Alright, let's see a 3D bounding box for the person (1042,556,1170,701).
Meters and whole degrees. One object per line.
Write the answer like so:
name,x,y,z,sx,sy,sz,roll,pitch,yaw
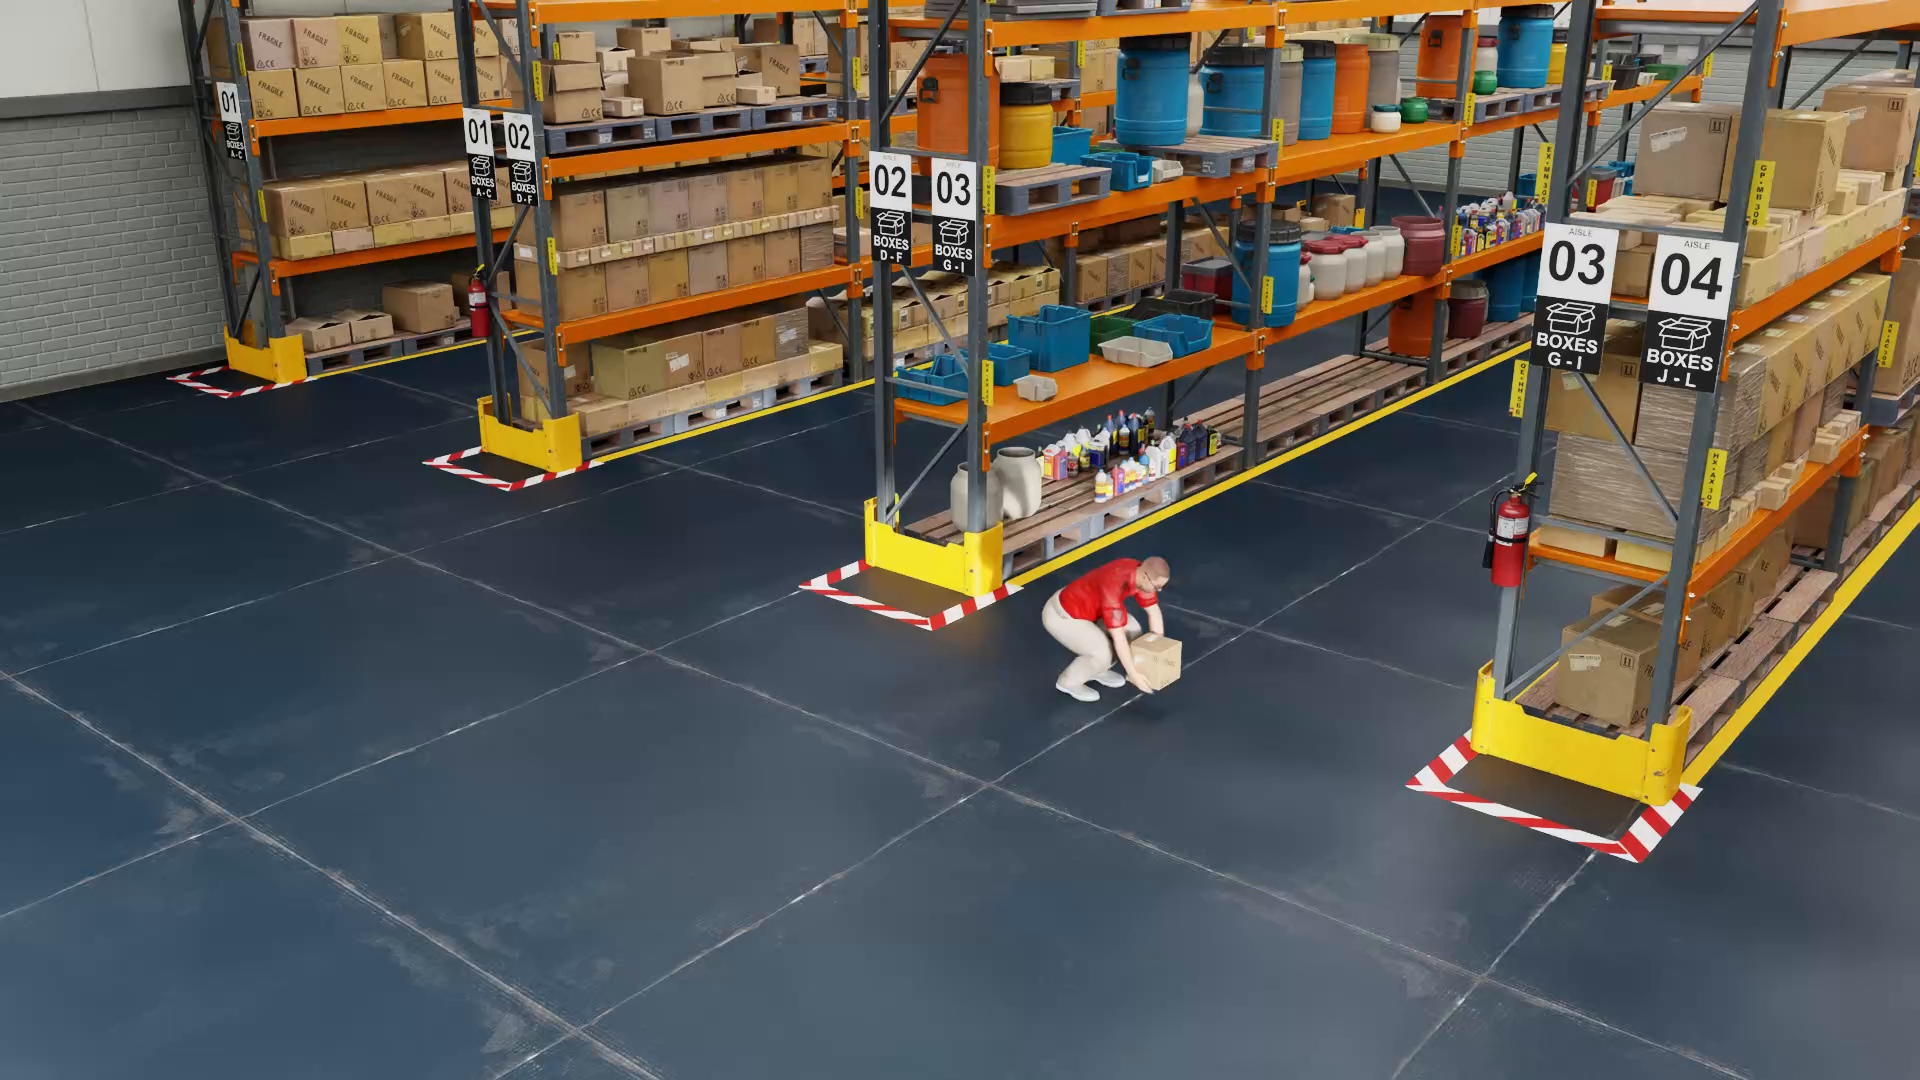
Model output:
person,0.974,0.524,10.734,0.877,1.002,0.567,16,25,36
